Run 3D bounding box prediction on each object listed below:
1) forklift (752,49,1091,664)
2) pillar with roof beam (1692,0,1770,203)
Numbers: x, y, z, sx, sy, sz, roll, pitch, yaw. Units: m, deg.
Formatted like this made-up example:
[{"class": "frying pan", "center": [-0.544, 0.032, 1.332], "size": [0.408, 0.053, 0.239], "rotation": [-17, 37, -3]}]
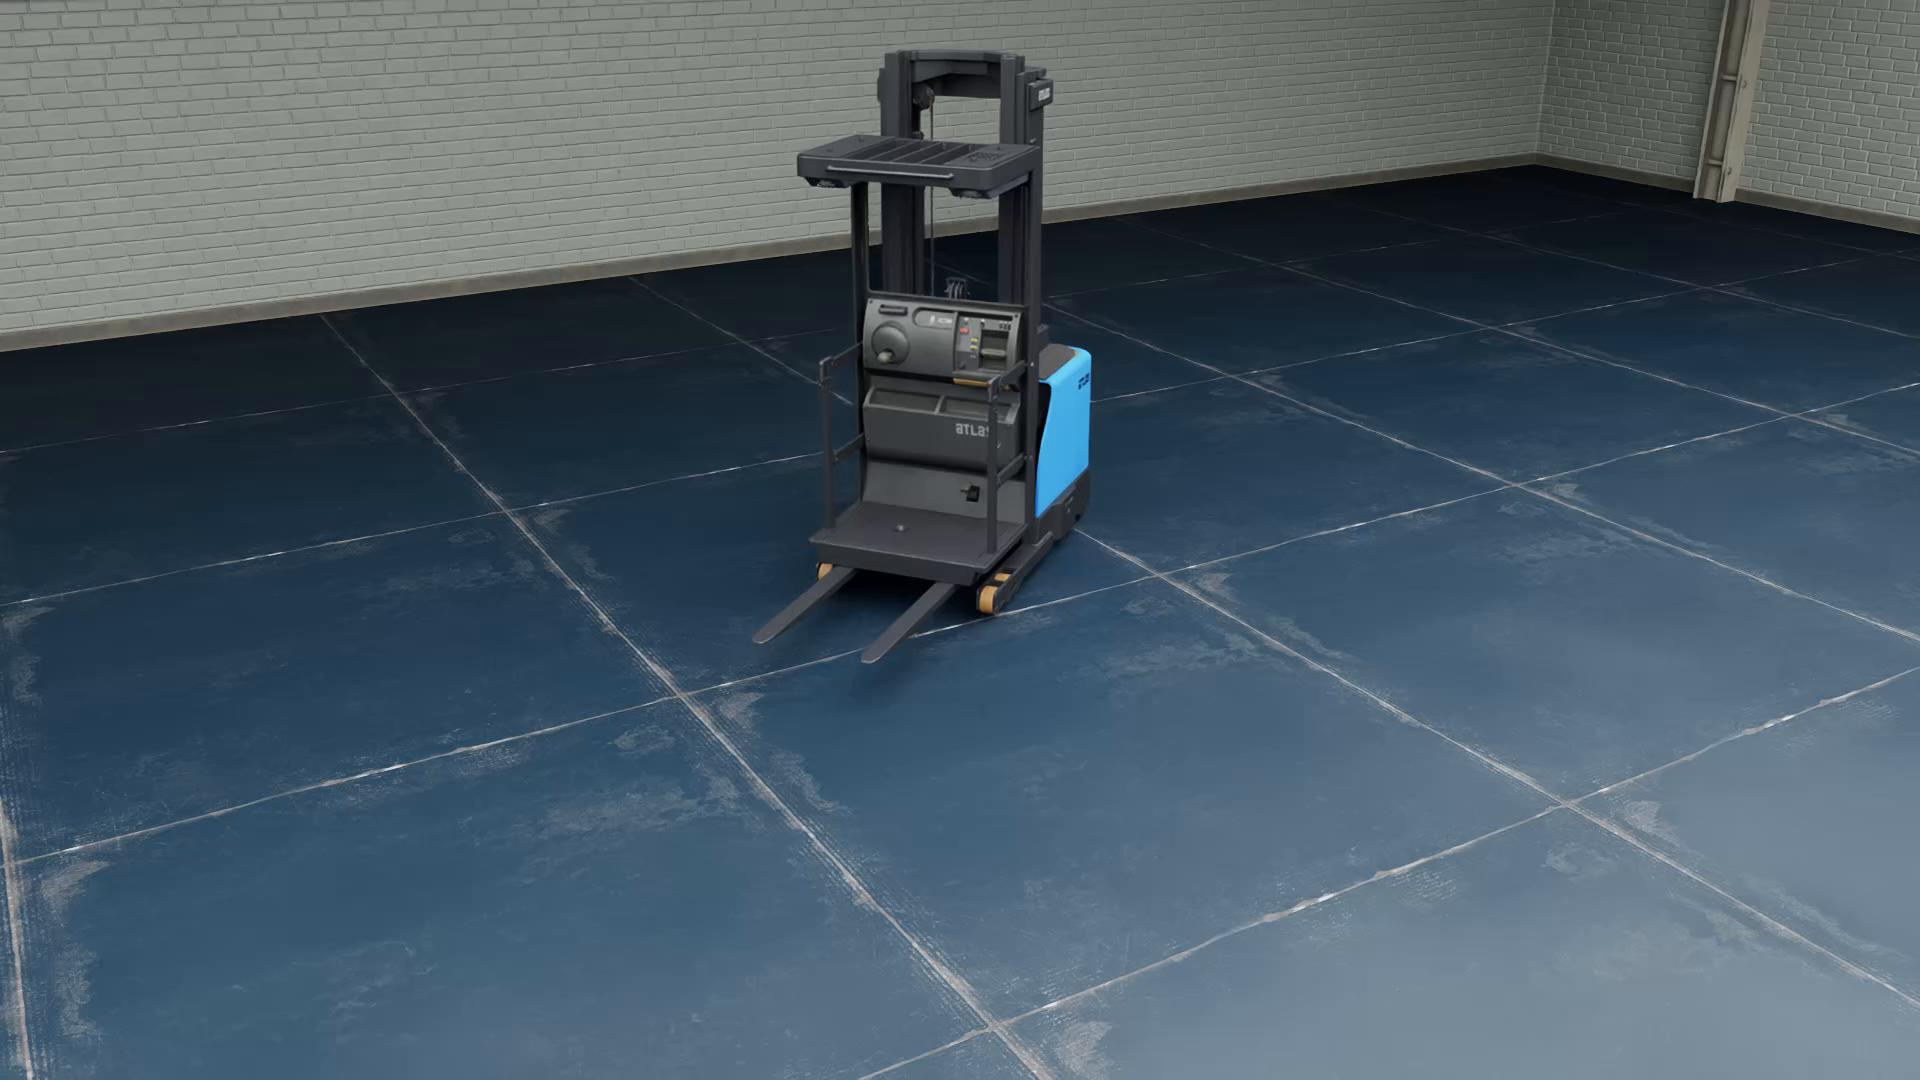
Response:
[{"class": "forklift", "center": [-0.185, -1.117, 9.166], "size": [1.130, 2.935, 3.031], "rotation": [9, 24, 20]}, {"class": "pillar with roof beam", "center": [5.735, -7.611, 17.085], "size": [9.100, 9.000, 0.400], "rotation": [-13, 25, -28]}]
